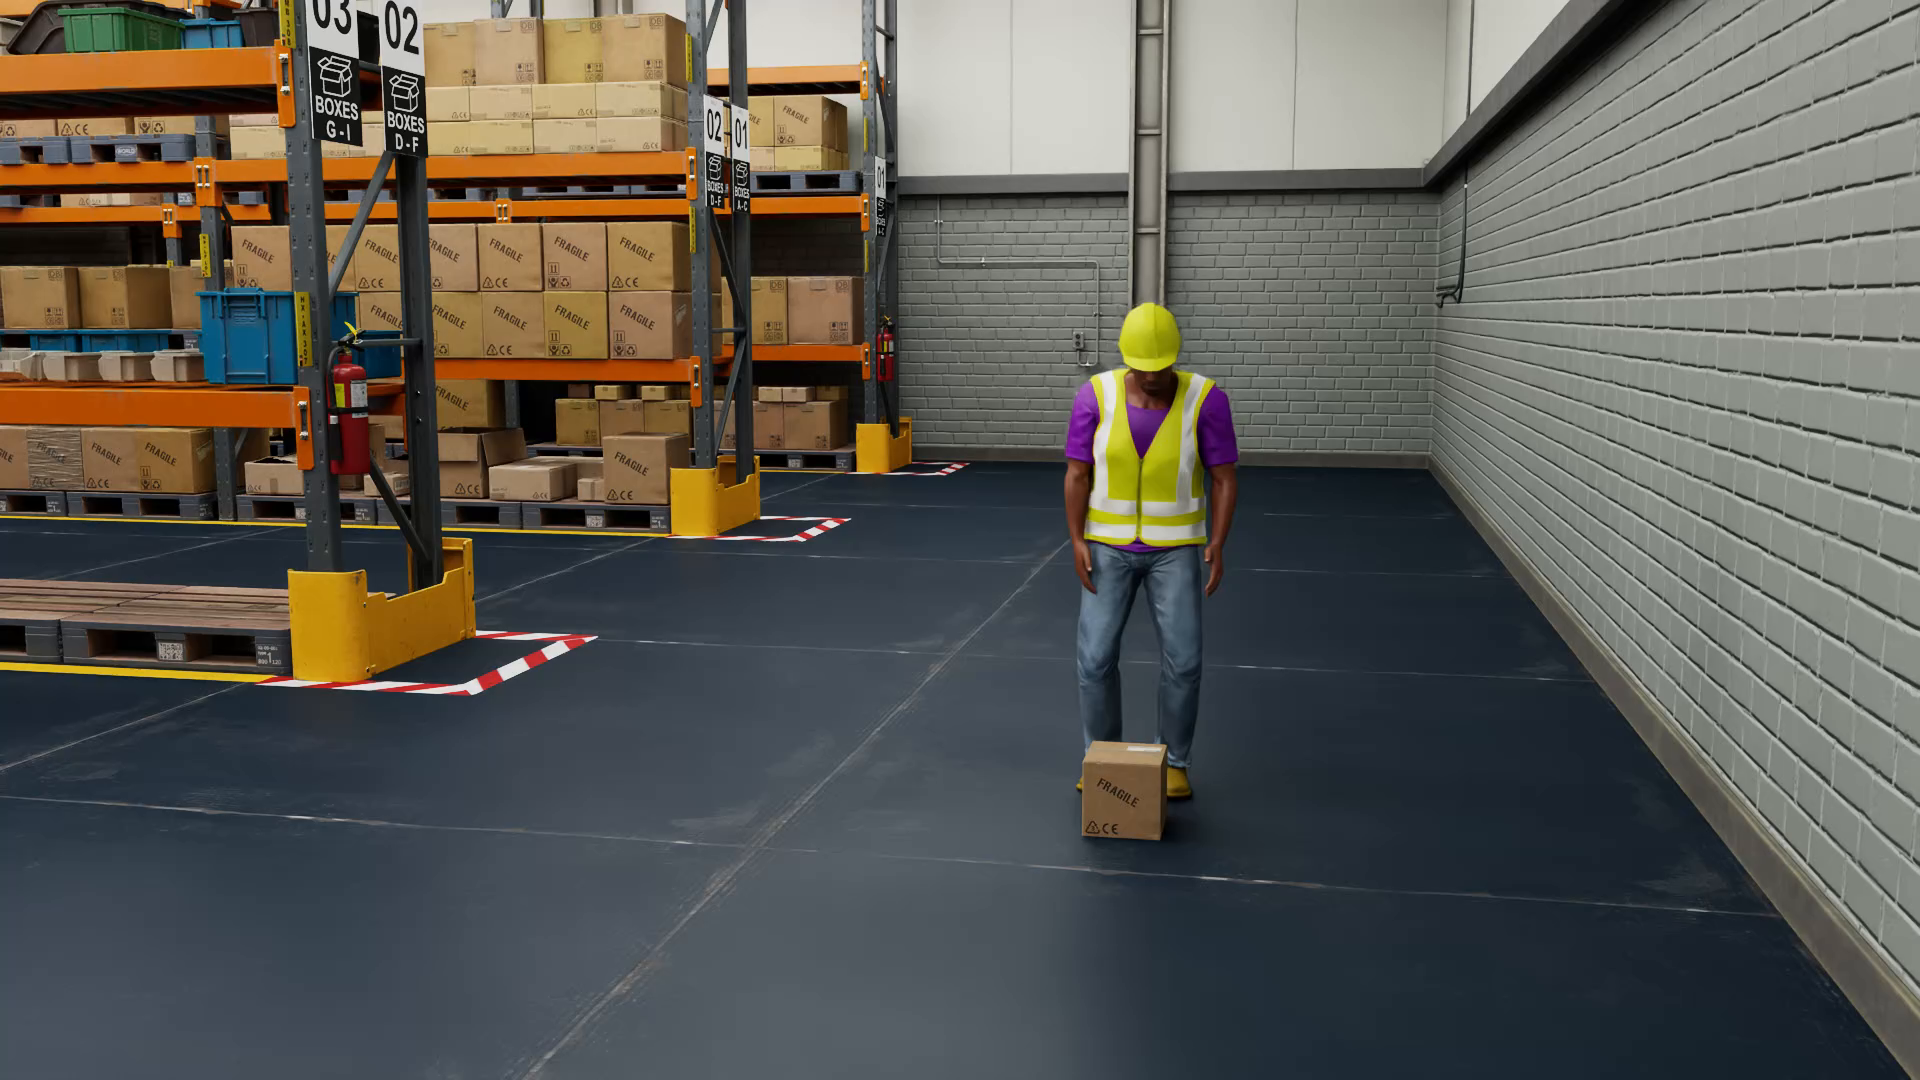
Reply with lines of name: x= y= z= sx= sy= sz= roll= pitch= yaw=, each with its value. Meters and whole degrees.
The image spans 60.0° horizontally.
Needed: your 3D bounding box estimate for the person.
person: x=0.651 y=0.036 z=5.733 sx=0.599 sy=1.695 sz=0.491 roll=2 pitch=8 yaw=13
